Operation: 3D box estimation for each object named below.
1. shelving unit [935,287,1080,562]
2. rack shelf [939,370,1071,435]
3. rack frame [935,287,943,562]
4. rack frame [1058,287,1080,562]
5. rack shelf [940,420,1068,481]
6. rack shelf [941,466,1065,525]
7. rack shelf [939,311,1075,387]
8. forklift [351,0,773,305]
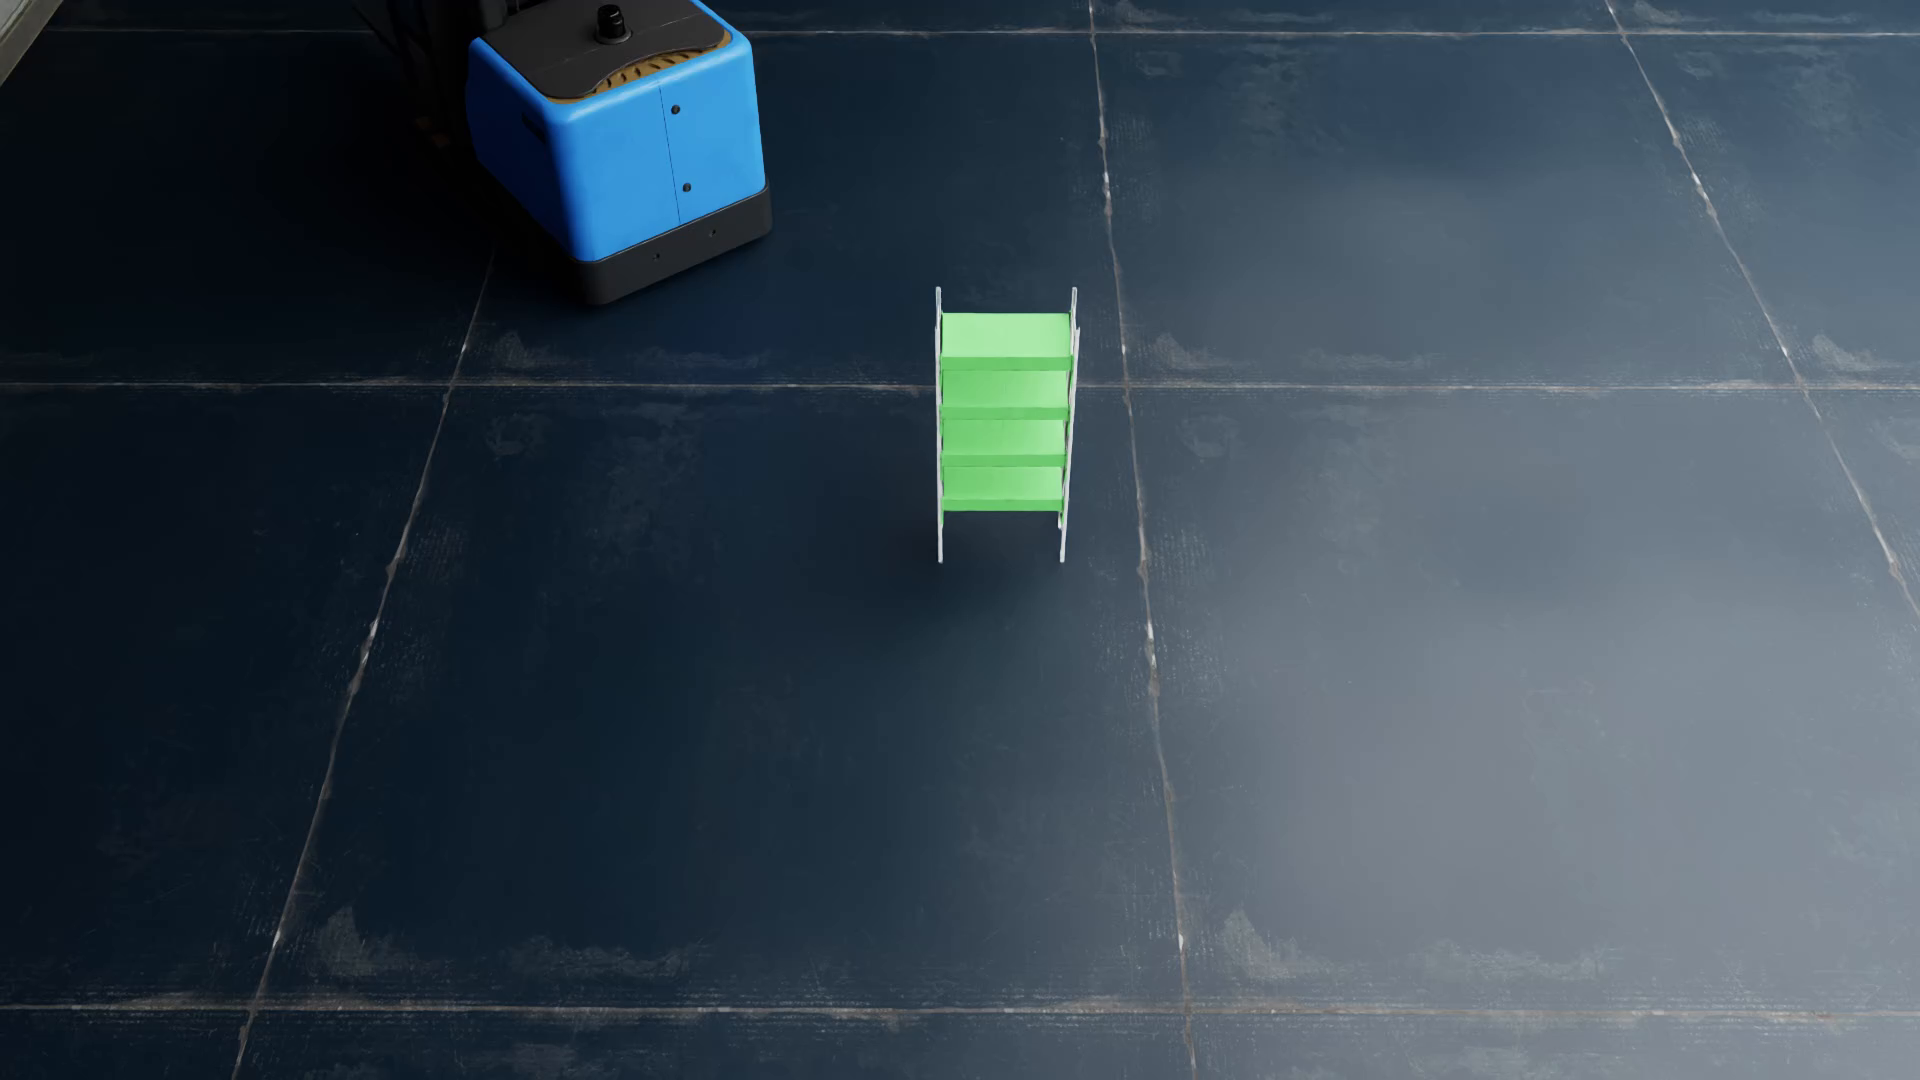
[{"bbox_3d":[0.166,-0.408,6.310,0.503,1.200,0.258,0,47,0],"label":"shelving unit"},{"bbox_3d":[0.166,-0.528,6.181,0.480,0.148,0.258,0,47,0],"label":"rack shelf"},{"bbox_3d":[-0.078,-0.409,6.311,0.015,1.200,0.240,0,47,0],"label":"rack frame"},{"bbox_3d":[0.410,-0.408,6.310,0.015,1.200,0.240,0,47,0],"label":"rack frame"},{"bbox_3d":[0.166,-0.365,6.357,0.480,0.148,0.258,0,47,0],"label":"rack shelf"},{"bbox_3d":[0.166,-0.201,6.533,0.480,0.148,0.258,0,47,0],"label":"rack shelf"},{"bbox_3d":[0.166,-0.692,6.006,0.480,0.148,0.258,0,47,0],"label":"rack shelf"},{"bbox_3d":[-2.200,-3.112,7.645,1.130,2.935,3.031,-29,53,-24],"label":"forklift"}]
